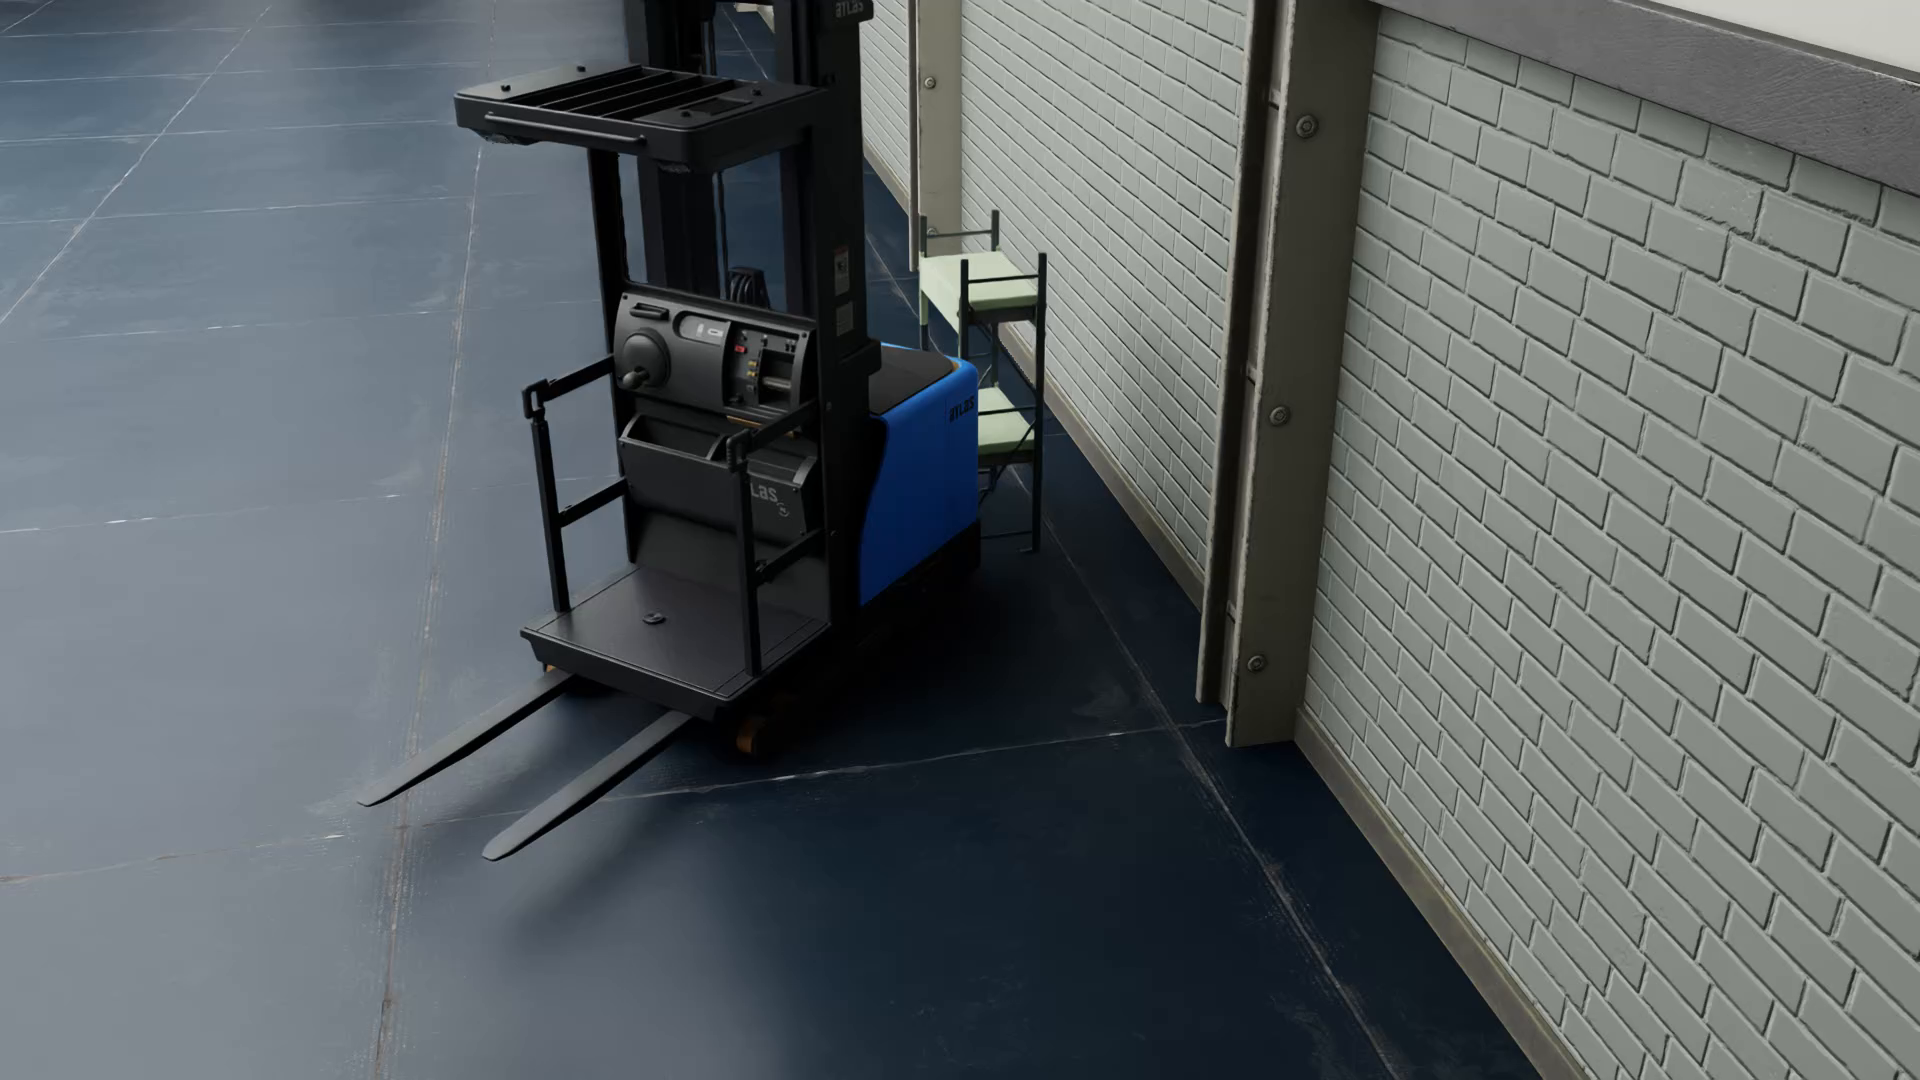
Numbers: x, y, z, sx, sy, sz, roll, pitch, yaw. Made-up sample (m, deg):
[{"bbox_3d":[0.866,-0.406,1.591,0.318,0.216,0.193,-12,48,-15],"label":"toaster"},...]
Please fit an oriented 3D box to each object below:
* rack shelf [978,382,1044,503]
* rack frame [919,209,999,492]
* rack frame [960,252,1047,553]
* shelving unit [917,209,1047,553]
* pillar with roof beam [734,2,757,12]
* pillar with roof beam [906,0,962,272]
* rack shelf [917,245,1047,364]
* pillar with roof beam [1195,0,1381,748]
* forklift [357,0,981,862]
[{"bbox_3d":[0.096,-0.466,8.232,0.431,0.370,0.720,-7,28,-14],"label":"rack shelf"},{"bbox_3d":[-0.003,-0.915,8.399,0.400,1.500,0.023,-7,28,-14],"label":"rack frame"},{"bbox_3d":[0.195,-0.598,7.770,0.400,1.500,0.023,-7,28,-14],"label":"rack frame"},{"bbox_3d":[0.096,-0.757,8.085,0.431,1.500,0.755,-7,28,-14],"label":"shelving unit"},{"bbox_3d":[-7.073,-10.758,19.577,9.100,9.000,0.400,-6,27,-12],"label":"pillar with roof beam"},{"bbox_3d":[-4.369,-5.490,9.140,9.100,9.000,0.400,-6,27,-12],"label":"pillar with roof beam"},{"bbox_3d":[0.096,-1.105,7.909,0.431,0.370,0.720,-7,28,-14],"label":"rack shelf"},{"bbox_3d":[-3.017,-2.856,3.921,9.100,9.000,0.400,-6,27,-12],"label":"pillar with roof beam"},{"bbox_3d":[-1.088,-0.690,6.364,1.130,2.935,3.031,15,30,27],"label":"forklift"}]
